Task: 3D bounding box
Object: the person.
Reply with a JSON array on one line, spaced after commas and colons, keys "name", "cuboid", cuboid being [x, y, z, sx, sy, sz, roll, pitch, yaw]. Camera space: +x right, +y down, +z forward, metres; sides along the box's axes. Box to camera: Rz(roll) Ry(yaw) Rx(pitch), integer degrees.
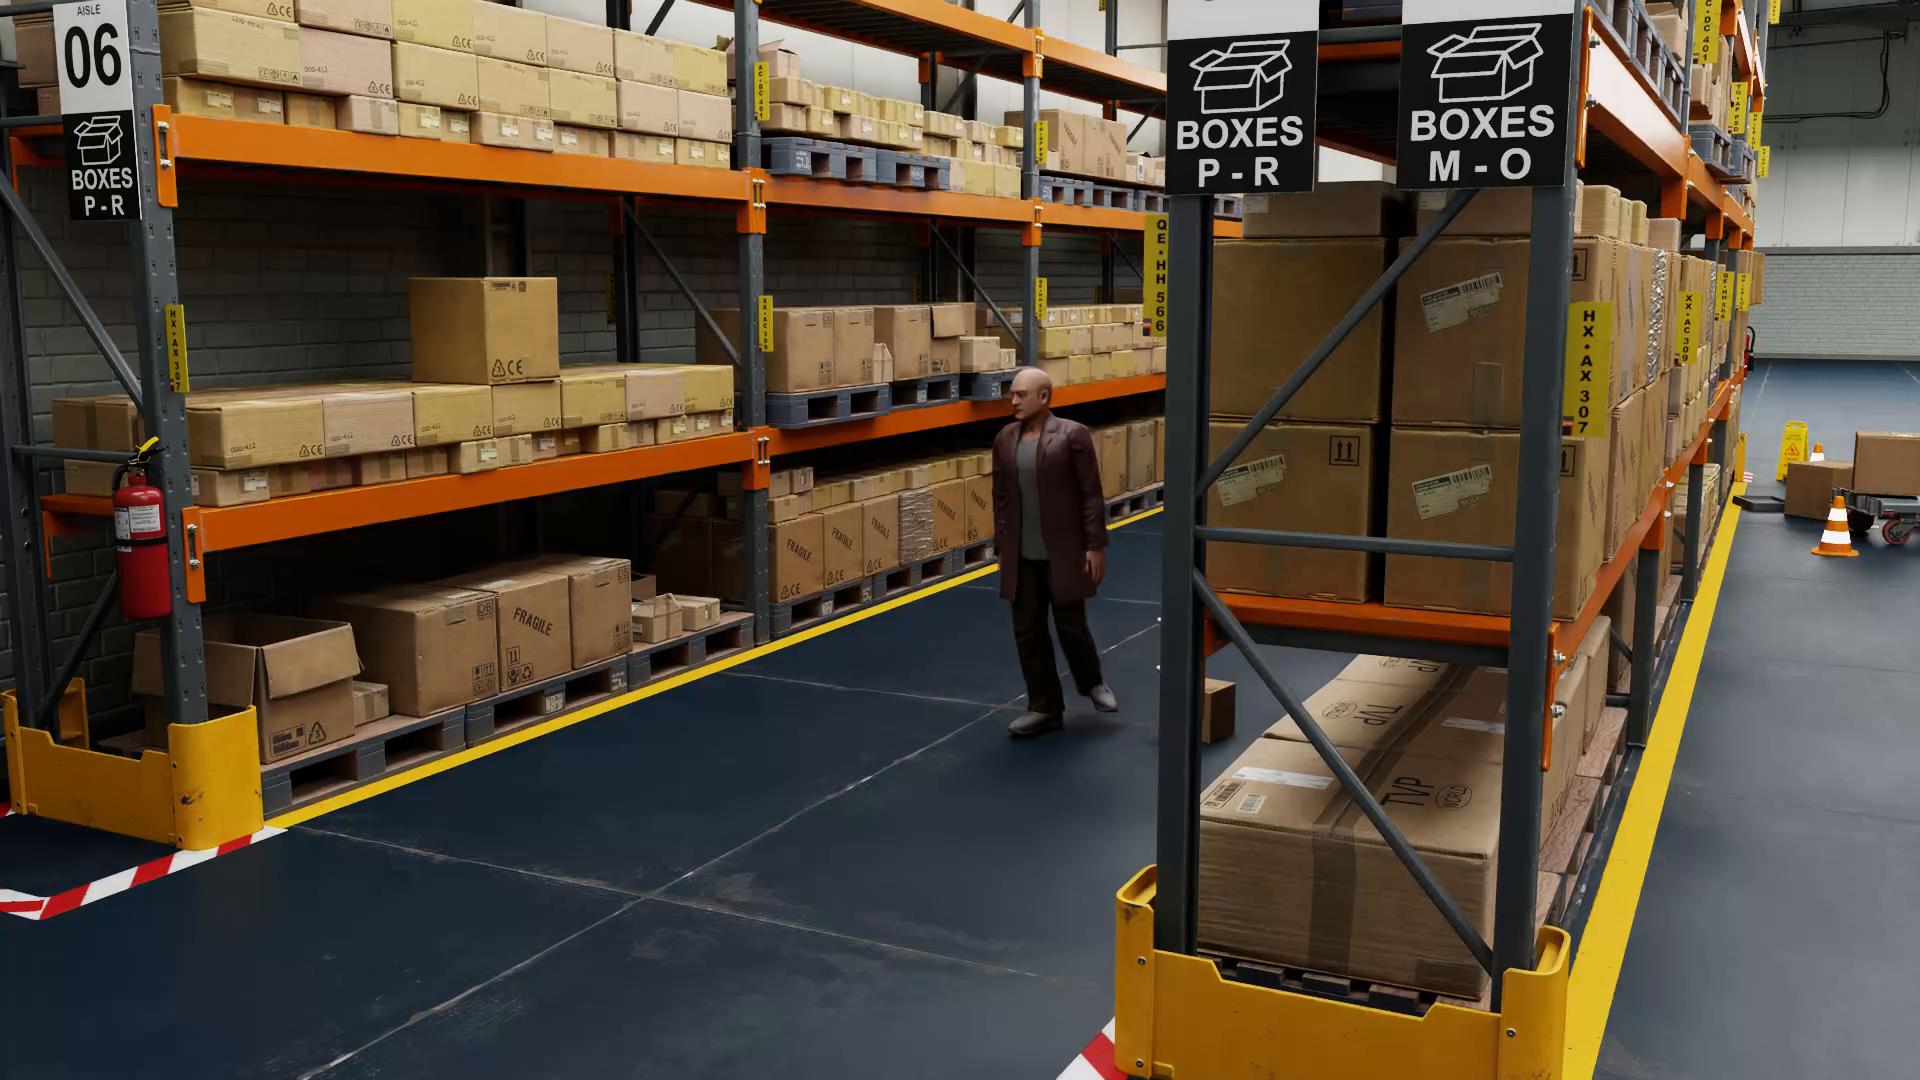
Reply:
[{"name": "person", "cuboid": [0.462, 0.047, 8.091, 0.630, 1.771, 0.592, 5, 10, 29]}]
